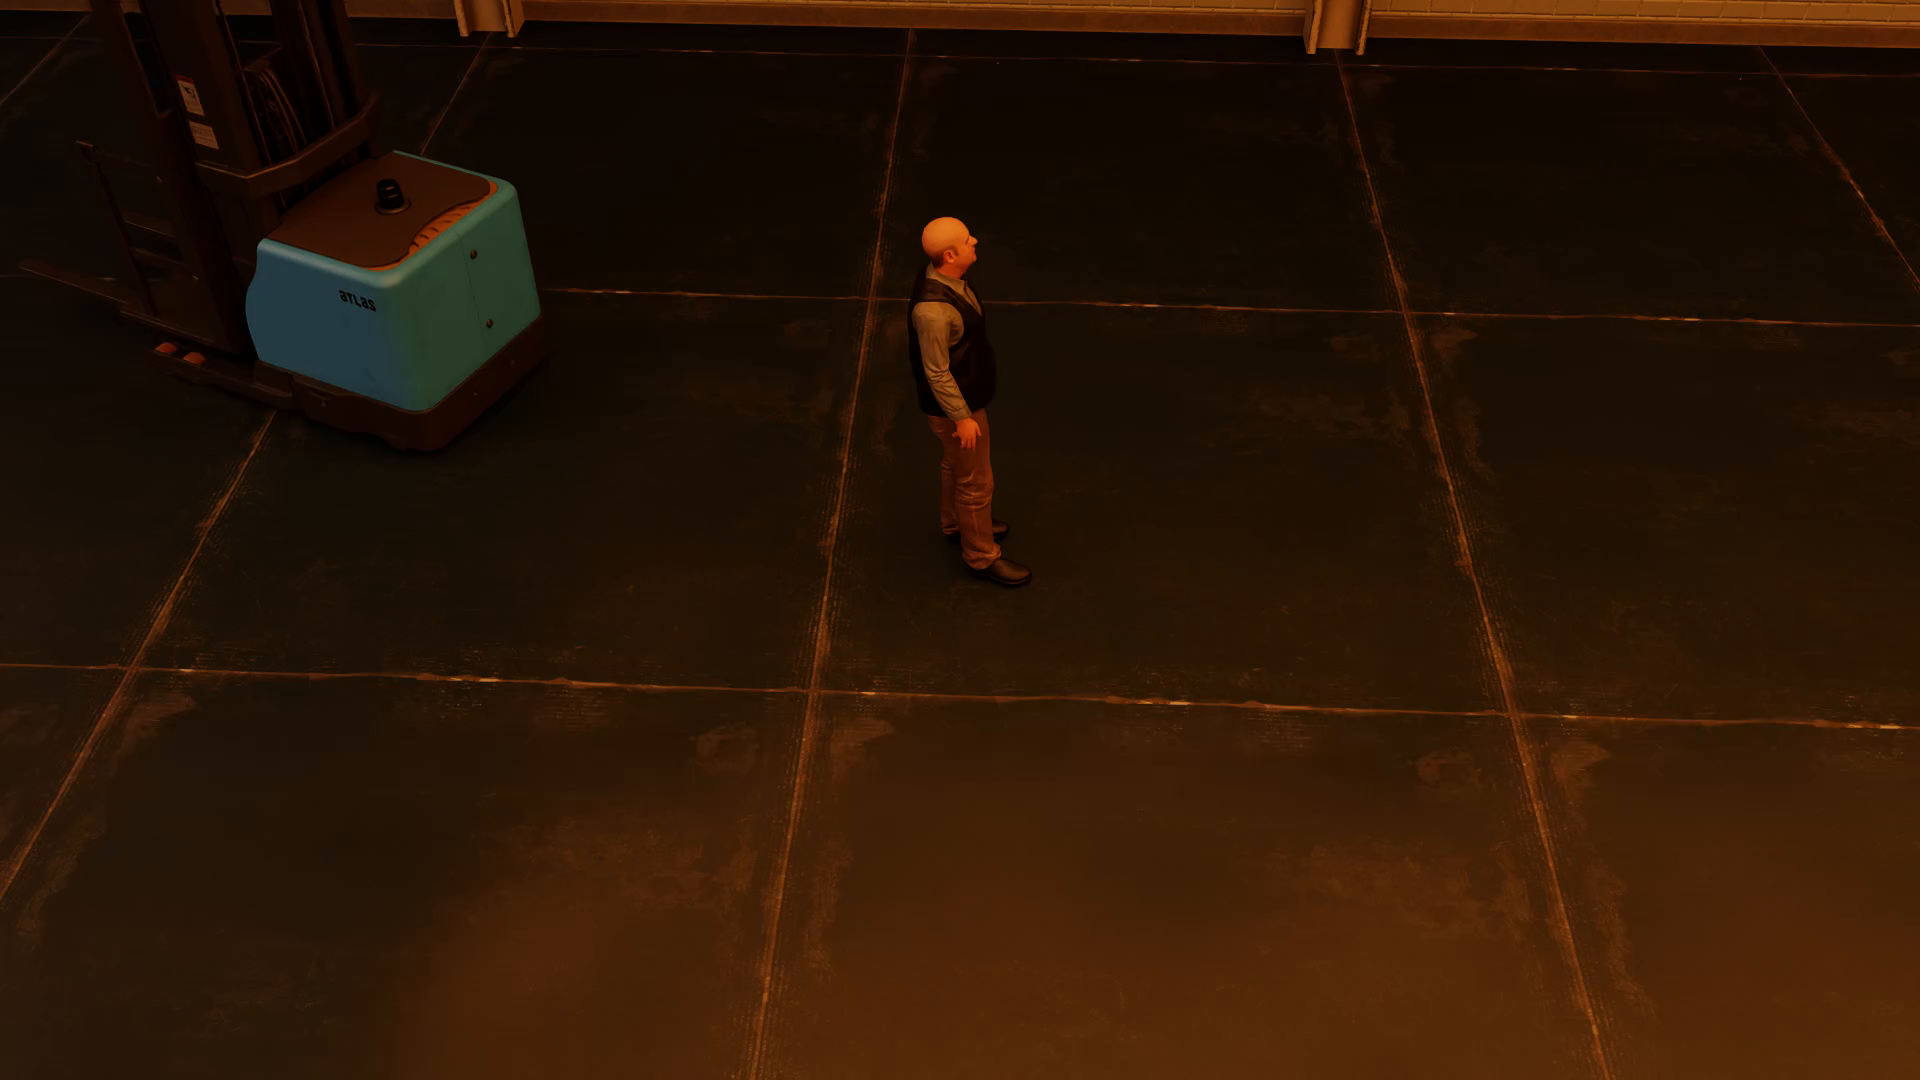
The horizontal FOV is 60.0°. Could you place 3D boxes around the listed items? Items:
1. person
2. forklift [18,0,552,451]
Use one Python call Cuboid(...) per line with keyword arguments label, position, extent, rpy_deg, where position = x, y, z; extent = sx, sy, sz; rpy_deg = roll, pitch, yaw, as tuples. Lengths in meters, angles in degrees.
Cuboid(label="person", position=(0.063, -0.634, 7.324), extent=(0.566, 1.722, 0.633), rpy_deg=(2, 42, 2))
Cuboid(label="forklift", position=(-3.749, -2.211, 8.164), extent=(3.031, 2.935, 1.130), rpy_deg=(18, 45, 19))
